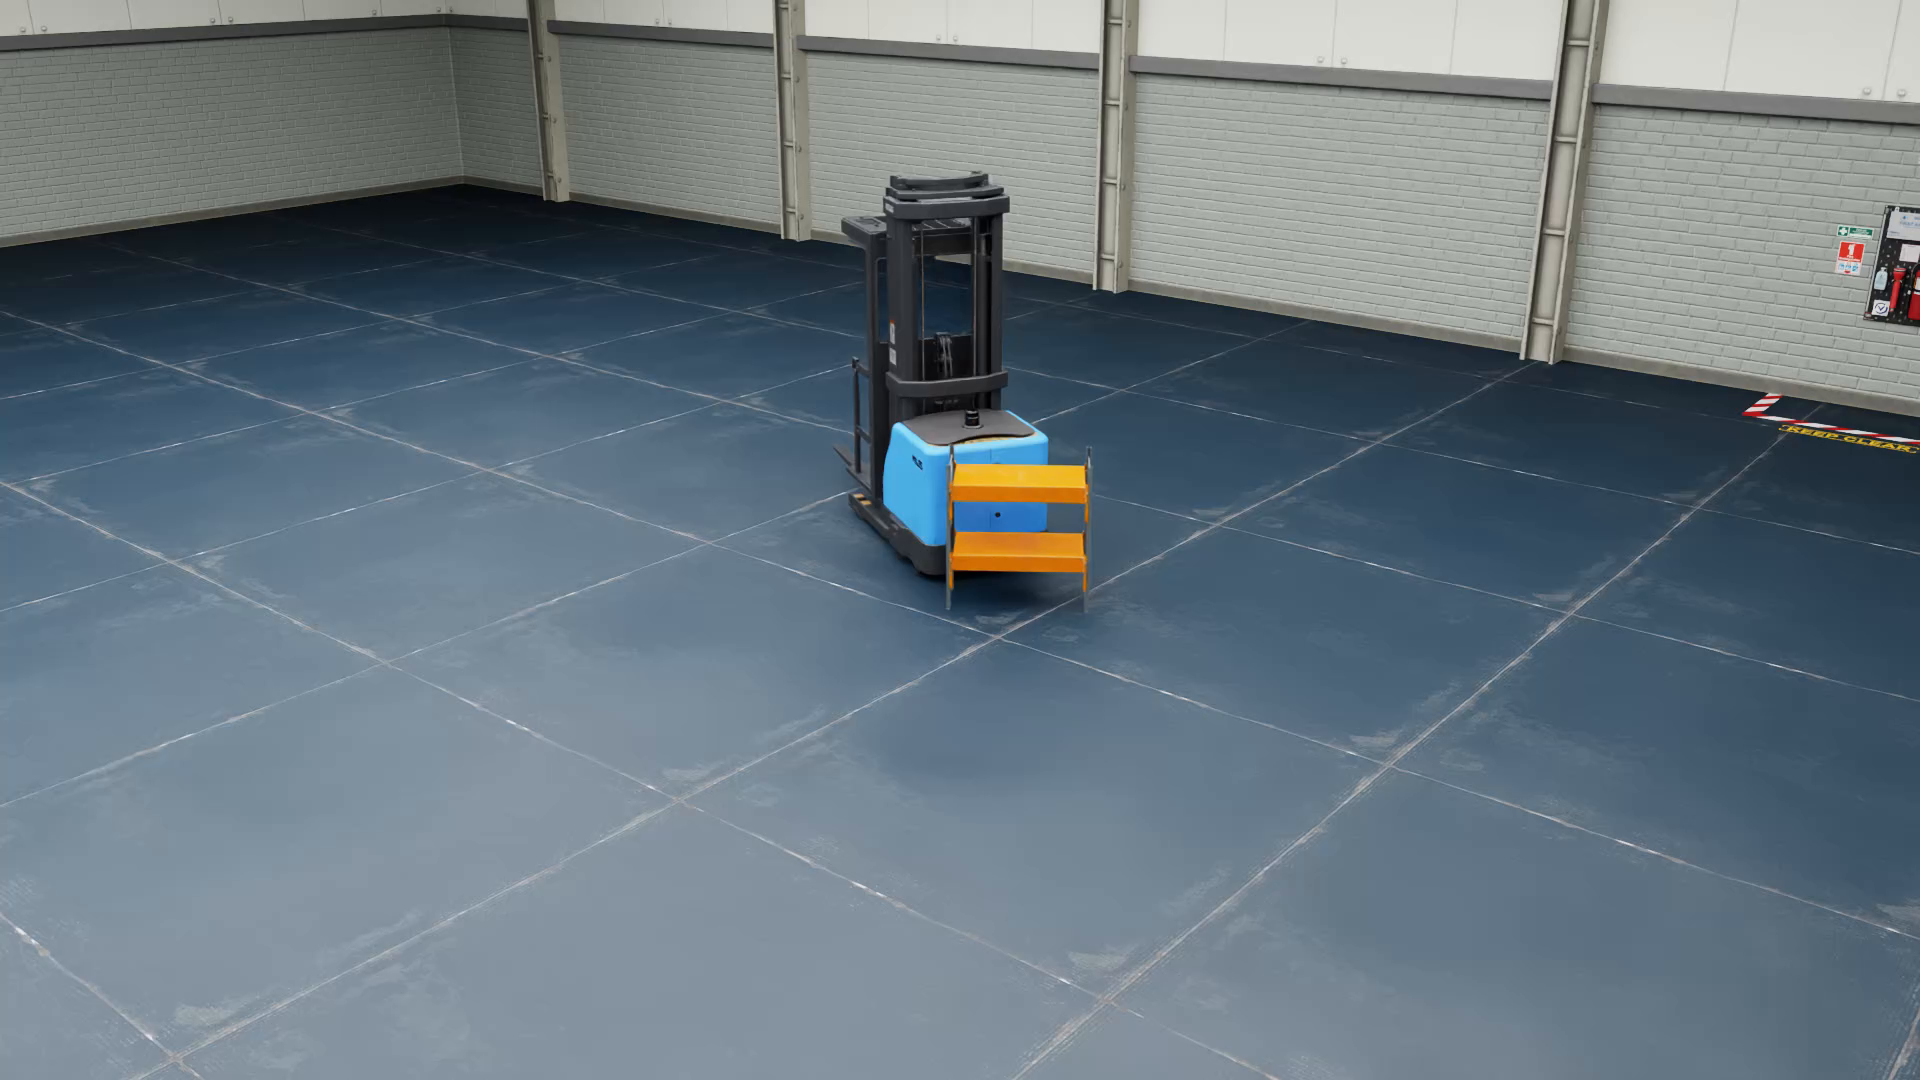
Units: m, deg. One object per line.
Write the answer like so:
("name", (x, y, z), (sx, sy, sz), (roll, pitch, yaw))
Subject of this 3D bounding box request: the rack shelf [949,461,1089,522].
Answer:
("rack shelf", (0.436, -0.359, 12.198), (1.000, 0.278, 0.538), (1, 21, 3))

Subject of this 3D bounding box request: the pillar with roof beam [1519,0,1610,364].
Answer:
("pillar with roof beam", (3.990, -5.123, 14.501), (0.400, 9.000, 9.100), (16, 26, 36))

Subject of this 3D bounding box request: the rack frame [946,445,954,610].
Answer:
("rack frame", (-0.071, -0.095, 12.326), (0.032, 1.125, 0.500), (1, 21, 3))

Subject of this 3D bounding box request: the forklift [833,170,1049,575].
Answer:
("forklift", (-0.311, -1.588, 13.725), (1.130, 2.935, 3.031), (-8, 22, -20))

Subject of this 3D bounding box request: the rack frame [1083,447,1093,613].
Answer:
("rack frame", (0.944, -0.076, 12.276), (0.032, 1.125, 0.500), (1, 21, 3))

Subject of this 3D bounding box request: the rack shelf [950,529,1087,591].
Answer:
("rack shelf", (0.436, 0.143, 12.387), (1.000, 0.278, 0.538), (1, 21, 3))

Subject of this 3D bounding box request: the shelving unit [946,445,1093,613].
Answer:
("shelving unit", (0.436, -0.086, 12.301), (1.048, 1.125, 0.538), (1, 21, 3))

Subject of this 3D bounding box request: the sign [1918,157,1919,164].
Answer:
("sign", (9.527, -3.830, 16.288), (0.199, 0.298, 0.001), (16, 26, 36))

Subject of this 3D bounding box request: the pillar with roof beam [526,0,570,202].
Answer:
("pillar with roof beam", (-9.955, -9.139, 25.150), (0.400, 9.000, 9.100), (16, 26, 36))

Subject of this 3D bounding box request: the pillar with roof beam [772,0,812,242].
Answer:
("pillar with roof beam", (-5.306, -7.801, 21.600), (0.400, 9.000, 9.100), (16, 26, 36))

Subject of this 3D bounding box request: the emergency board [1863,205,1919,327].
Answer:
("emergency board", (9.470, -2.716, 16.620), (0.643, 1.169, 0.194), (16, 26, 36))

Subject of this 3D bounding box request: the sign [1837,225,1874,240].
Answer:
("sign", (9.105, -3.129, 16.913), (0.331, 0.109, 0.001), (16, 26, 36))

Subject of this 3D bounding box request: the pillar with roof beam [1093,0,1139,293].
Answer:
("pillar with roof beam", (-0.658, -6.462, 18.050), (0.400, 9.000, 9.100), (16, 26, 36))

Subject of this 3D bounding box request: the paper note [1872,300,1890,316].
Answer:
("paper note", (9.377, -2.362, 16.930), (0.142, 0.148, 0.016), (16, 26, 36))

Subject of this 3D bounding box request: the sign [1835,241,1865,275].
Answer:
("sign", (9.107, -2.884, 17.015), (0.234, 0.329, 0.001), (16, 26, 36))
